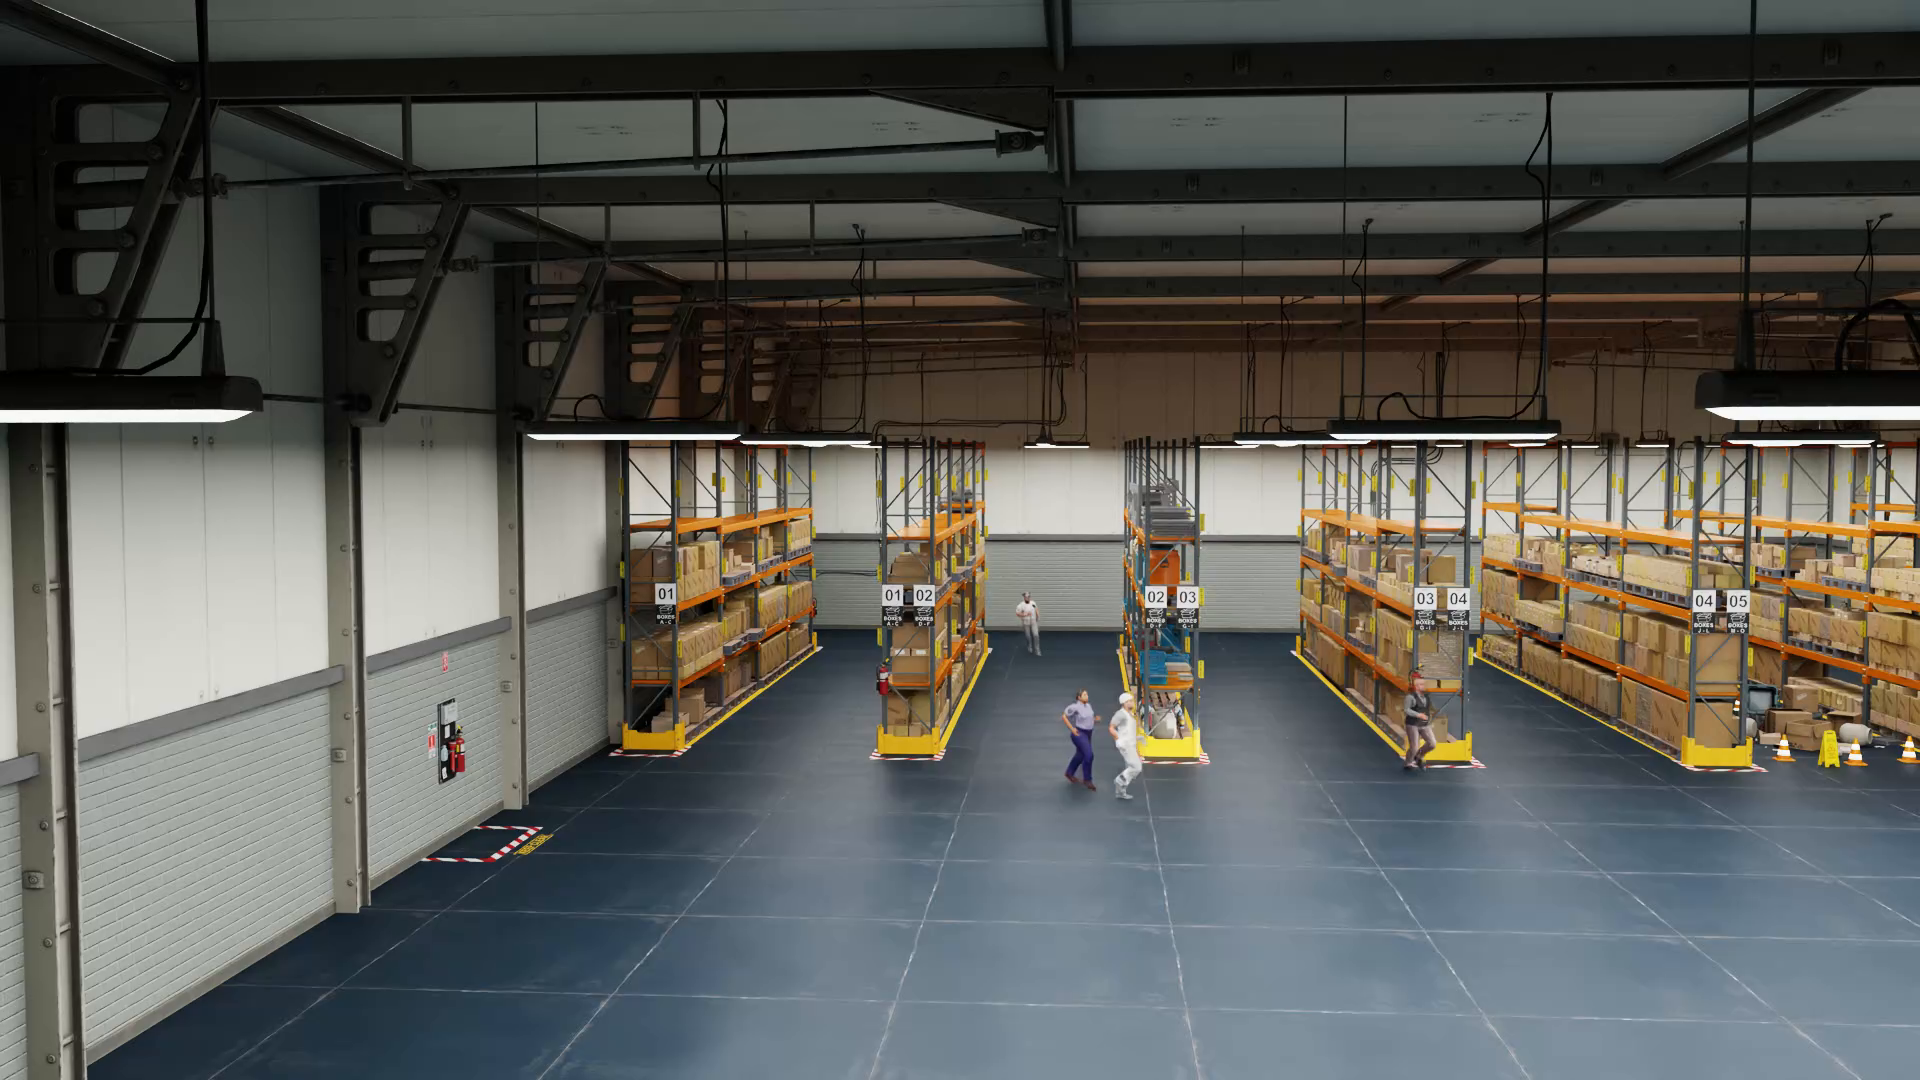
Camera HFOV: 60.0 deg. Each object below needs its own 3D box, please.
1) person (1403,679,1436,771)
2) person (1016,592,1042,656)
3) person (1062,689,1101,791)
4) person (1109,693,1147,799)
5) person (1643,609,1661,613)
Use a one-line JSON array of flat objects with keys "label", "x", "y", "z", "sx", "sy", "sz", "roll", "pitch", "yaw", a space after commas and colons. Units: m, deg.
[{"label": "person", "x": 8.159, "y": 3.295, "z": 29.515, "sx": 0.661, "sy": 1.662, "sz": 0.699, "roll": -2, "pitch": 3, "yaw": -26}, {"label": "person", "x": 1.896, "y": 2.365, "z": 46.748, "sx": 0.673, "sy": 1.843, "sz": 0.809, "roll": -1, "pitch": 3, "yaw": -12}, {"label": "person", "x": 2.073, "y": 3.374, "z": 28.306, "sx": 0.713, "sy": 1.693, "sz": 0.584, "roll": 2, "pitch": 4, "yaw": 33}, {"label": "person", "x": 2.773, "y": 3.388, "z": 27.294, "sx": 0.521, "sy": 1.743, "sz": 0.669, "roll": 1, "pitch": 3, "yaw": 25}, {"label": "person", "x": 19.825, "y": 2.307, "z": 47.386, "sx": 1.001, "sy": 1.766, "sz": 0.709, "roll": 2, "pitch": 3, "yaw": 28}]
